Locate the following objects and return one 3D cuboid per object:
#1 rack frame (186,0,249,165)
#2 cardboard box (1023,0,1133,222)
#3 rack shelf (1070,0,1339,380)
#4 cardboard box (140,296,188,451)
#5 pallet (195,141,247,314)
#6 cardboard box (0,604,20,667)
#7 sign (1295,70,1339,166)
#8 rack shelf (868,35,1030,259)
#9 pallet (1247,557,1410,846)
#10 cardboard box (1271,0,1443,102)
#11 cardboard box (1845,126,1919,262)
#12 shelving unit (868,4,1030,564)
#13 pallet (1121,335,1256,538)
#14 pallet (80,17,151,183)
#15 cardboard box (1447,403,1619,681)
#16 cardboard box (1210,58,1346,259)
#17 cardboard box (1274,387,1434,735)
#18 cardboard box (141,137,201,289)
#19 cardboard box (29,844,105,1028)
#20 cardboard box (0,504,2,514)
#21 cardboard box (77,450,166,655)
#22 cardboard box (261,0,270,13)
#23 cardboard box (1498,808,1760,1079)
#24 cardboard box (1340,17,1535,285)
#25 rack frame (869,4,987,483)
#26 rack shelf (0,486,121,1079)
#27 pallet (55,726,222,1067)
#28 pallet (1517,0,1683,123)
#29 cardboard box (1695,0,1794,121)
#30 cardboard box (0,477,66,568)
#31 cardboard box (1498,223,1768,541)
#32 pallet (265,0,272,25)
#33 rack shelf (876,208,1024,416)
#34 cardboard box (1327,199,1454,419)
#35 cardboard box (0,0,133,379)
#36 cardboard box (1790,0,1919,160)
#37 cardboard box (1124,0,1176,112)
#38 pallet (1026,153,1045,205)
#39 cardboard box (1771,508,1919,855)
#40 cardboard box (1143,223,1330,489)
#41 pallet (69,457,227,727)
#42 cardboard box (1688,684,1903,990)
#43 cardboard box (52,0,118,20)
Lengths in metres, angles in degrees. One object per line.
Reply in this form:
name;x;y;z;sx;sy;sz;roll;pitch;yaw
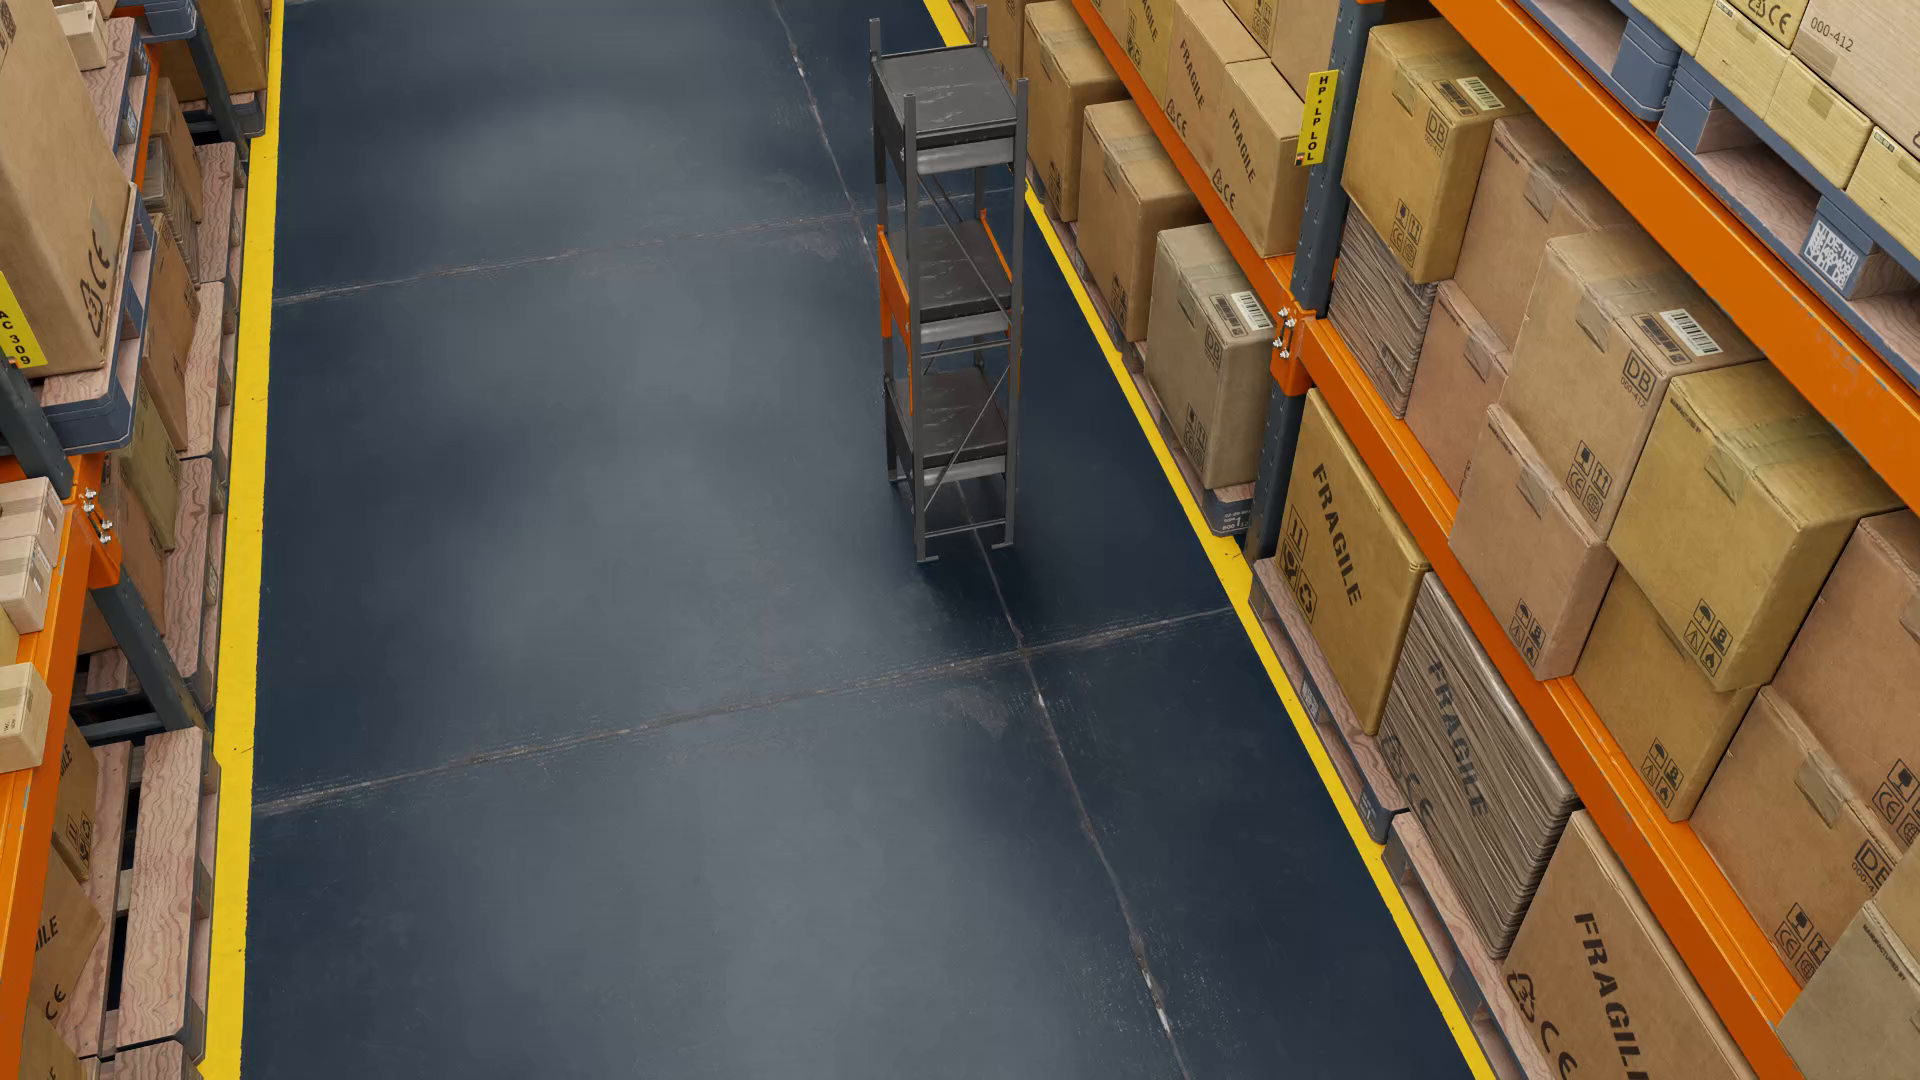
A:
rack frame;-4.210;-2.964;7.555;1.000;3.000;0.127;-11;47;-10
cardboard box;0.907;-2.121;8.010;1.050;0.750;0.750;-10;46;-10
rack shelf;1.123;-2.169;7.279;1.077;0.370;4.000;-11;47;-10
cardboard box;-3.570;-0.629;6.708;0.700;0.500;0.500;-14;47;-14
pallet;-4.011;-1.449;8.022;1.003;0.211;1.213;-11;47;-10
cardboard box;-2.786;0.338;4.495;0.380;0.149;0.250;-11;47;-10
sign;1.113;-1.311;5.180;0.100;0.325;0.005;-11;47;-10
rack shelf;-0.042;-1.330;5.622;0.431;0.518;0.480;-11;47;-10
pallet;1.754;0.475;6.136;1.003;0.211;1.213;-11;47;-10
cardboard box;1.502;-1.767;5.611;0.700;0.500;0.500;-11;47;-11
cardboard box;1.856;-0.643;2.991;0.380;0.149;0.250;-10;46;-10
shelving unit;-0.042;-0.849;6.112;0.431;2.100;0.503;-11;47;-10
pallet;1.364;-0.583;7.173;1.003;0.211;1.213;-11;47;-10
pallet;-3.663;-1.538;6.291;1.003;0.211;1.213;-11;47;-10
cardboard box;1.928;-0.070;4.613;0.875;0.550;0.550;-11;47;-10
cardboard box;1.243;-1.386;5.938;0.500;0.500;0.500;-11;47;-11
cardboard box;1.728;0.004;5.840;0.875;0.875;0.875;-10;46;-10
cardboard box;-3.864;-1.404;7.468;0.700;0.500;0.500;-14;47;-14
cardboard box;-2.968;1.203;4.927;0.500;0.500;0.500;3;46;2
cardboard box;-3.130;-0.020;4.391;0.875;0.500;0.500;-11;47;-10
cardboard box;-3.322;0.090;6.003;0.700;0.500;0.500;-14;47;-13
cardboard box;-4.587;-3.465;9.239;1.225;0.875;0.875;-11;47;-10
cardboard box;2.194;1.255;4.613;0.875;0.875;0.875;-11;47;-11
cardboard box;1.696;-1.209;4.974;0.875;0.550;0.550;-11;47;-10
rack frame;-0.105;-1.018;6.277;0.400;2.100;0.015;-11;47;-10
rack shelf;-2.674;1.430;3.752;1.077;0.370;4.000;-11;47;-10
pallet;-2.980;1.230;5.396;1.003;0.211;1.213;-11;47;-10
pallet;1.834;-1.492;4.074;1.003;0.211;1.213;-11;47;-10
cardboard box;1.727;-0.991;3.333;0.380;0.149;0.250;-11;47;-10
cardboard box;-2.846;-0.020;4.845;0.380;0.149;0.250;-11;47;-10
cardboard box;1.955;-0.453;4.233;0.875;0.550;0.550;-11;47;-10
pallet;-4.647;-3.387;9.922;1.003;0.211;1.213;-11;47;-10
rack shelf;-0.042;-0.840;6.122;0.431;0.518;0.480;-11;47;-10
cardboard box;1.741;-0.840;5.368;0.875;0.550;0.550;-11;47;-10
cardboard box;-3.254;-1.134;5.047;1.000;1.000;1.000;-10;46;-10
cardboard box;1.880;-0.889;2.953;0.500;0.250;0.500;-10;46;-10
cardboard box;0.984;-2.084;6.622;0.500;0.500;0.500;-10;46;-10
pallet;0.740;-2.267;8.824;1.003;0.211;1.213;-11;47;-10
cardboard box;2.359;0.254;3.540;0.875;0.550;0.550;-11;47;-10
cardboard box;1.389;-0.812;6.726;1.050;0.750;0.750;-11;47;-11
pallet;-3.386;0.236;6.371;1.003;0.211;1.213;-11;47;-10
cardboard box;2.336;0.636;3.921;0.875;0.550;0.550;-11;47;-10
cardboard box;-3.793;-2.414;6.651;0.700;0.500;0.500;-4;46;-4
